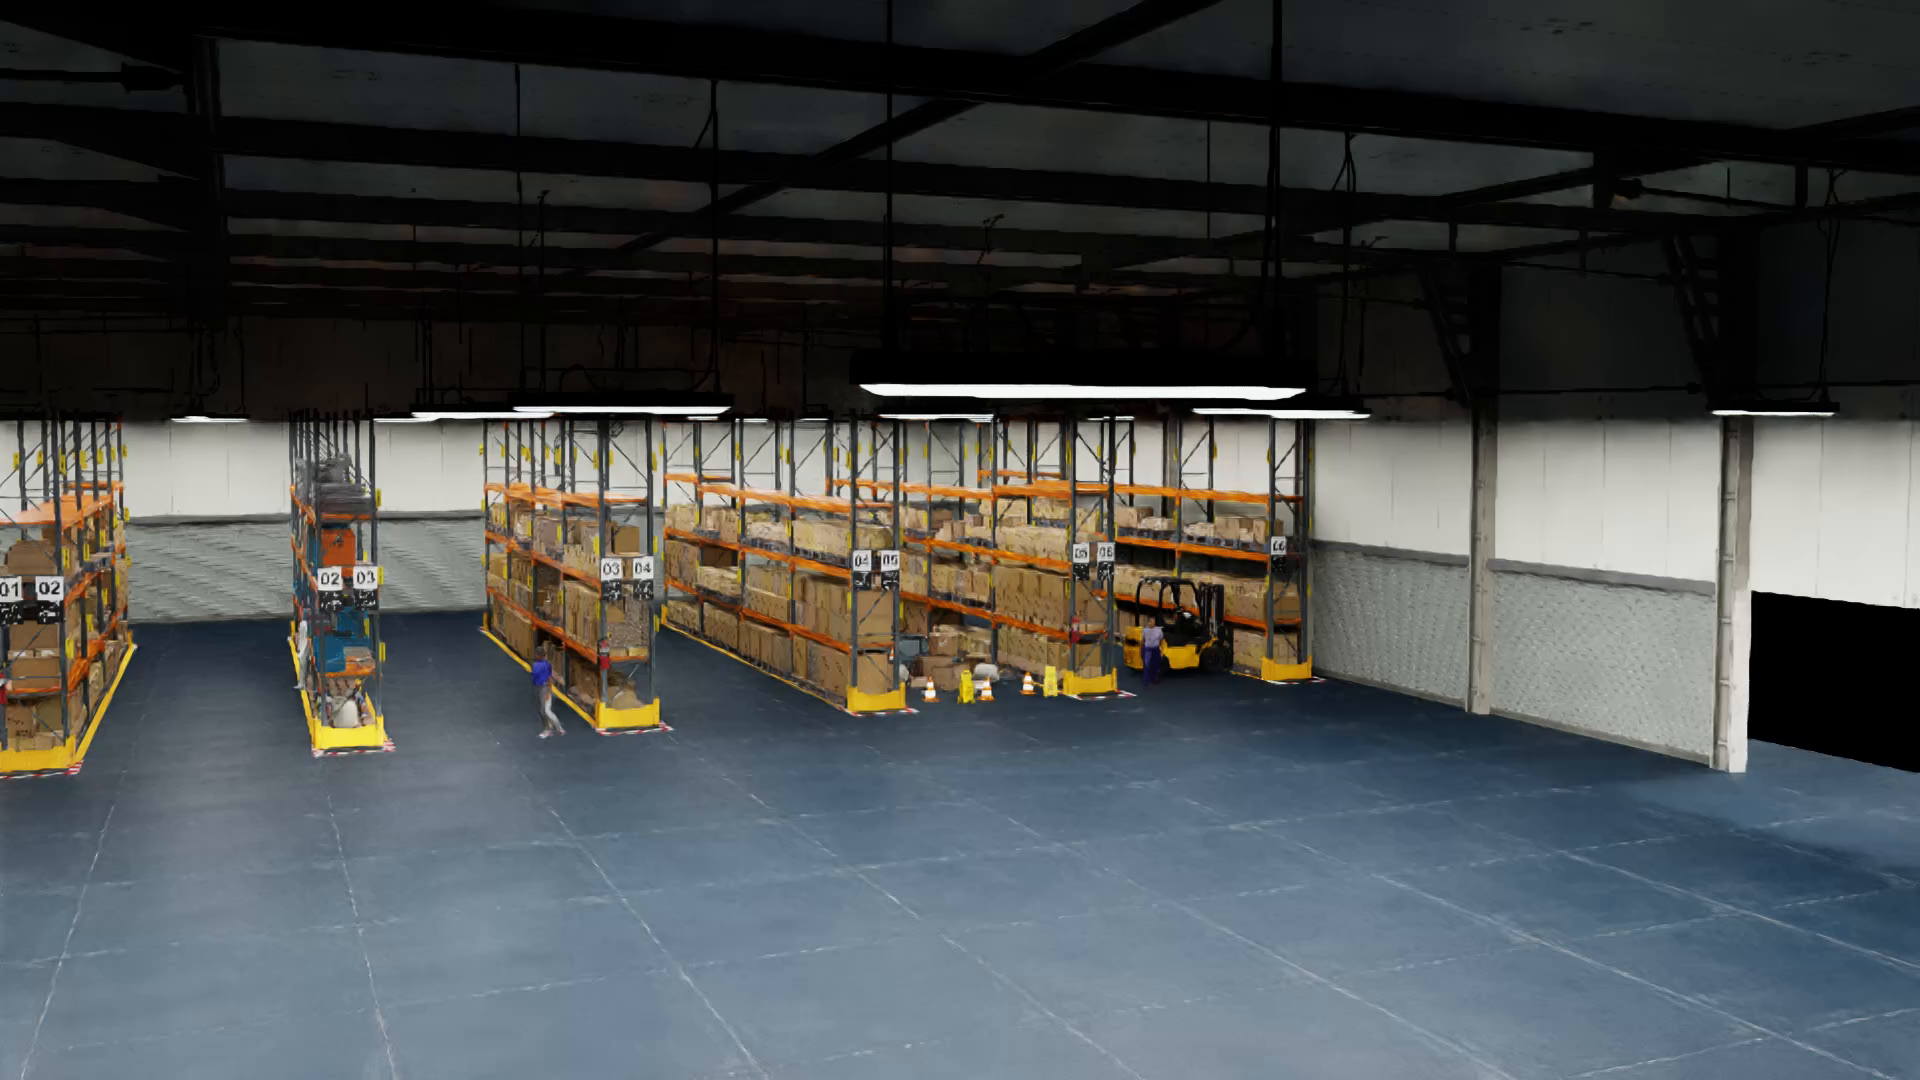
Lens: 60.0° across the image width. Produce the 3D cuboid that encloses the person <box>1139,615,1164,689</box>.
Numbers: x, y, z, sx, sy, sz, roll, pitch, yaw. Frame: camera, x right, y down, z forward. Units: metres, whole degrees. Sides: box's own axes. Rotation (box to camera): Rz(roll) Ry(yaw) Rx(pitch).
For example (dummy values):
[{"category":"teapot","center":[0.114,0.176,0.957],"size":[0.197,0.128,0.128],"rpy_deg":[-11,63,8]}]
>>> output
[{"category":"person","center":[4.162,2.409,36.088],"size":[0.526,1.564,0.935],"rpy_deg":[0,4,-4]}]

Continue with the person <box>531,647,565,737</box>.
[{"category":"person","center":[-7.523,2.766,30.312],"size":[0.629,1.650,0.438],"rpy_deg":[3,5,37]}]

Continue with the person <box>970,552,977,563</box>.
[{"category":"person","center":[0.525,1.148,53.373],"size":[0.590,1.662,0.424],"rpy_deg":[3,5,41]}]

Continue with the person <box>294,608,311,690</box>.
[{"category":"person","center":[-13.905,2.314,35.702],"size":[0.636,1.741,1.052],"rpy_deg":[0,4,-2]}]
